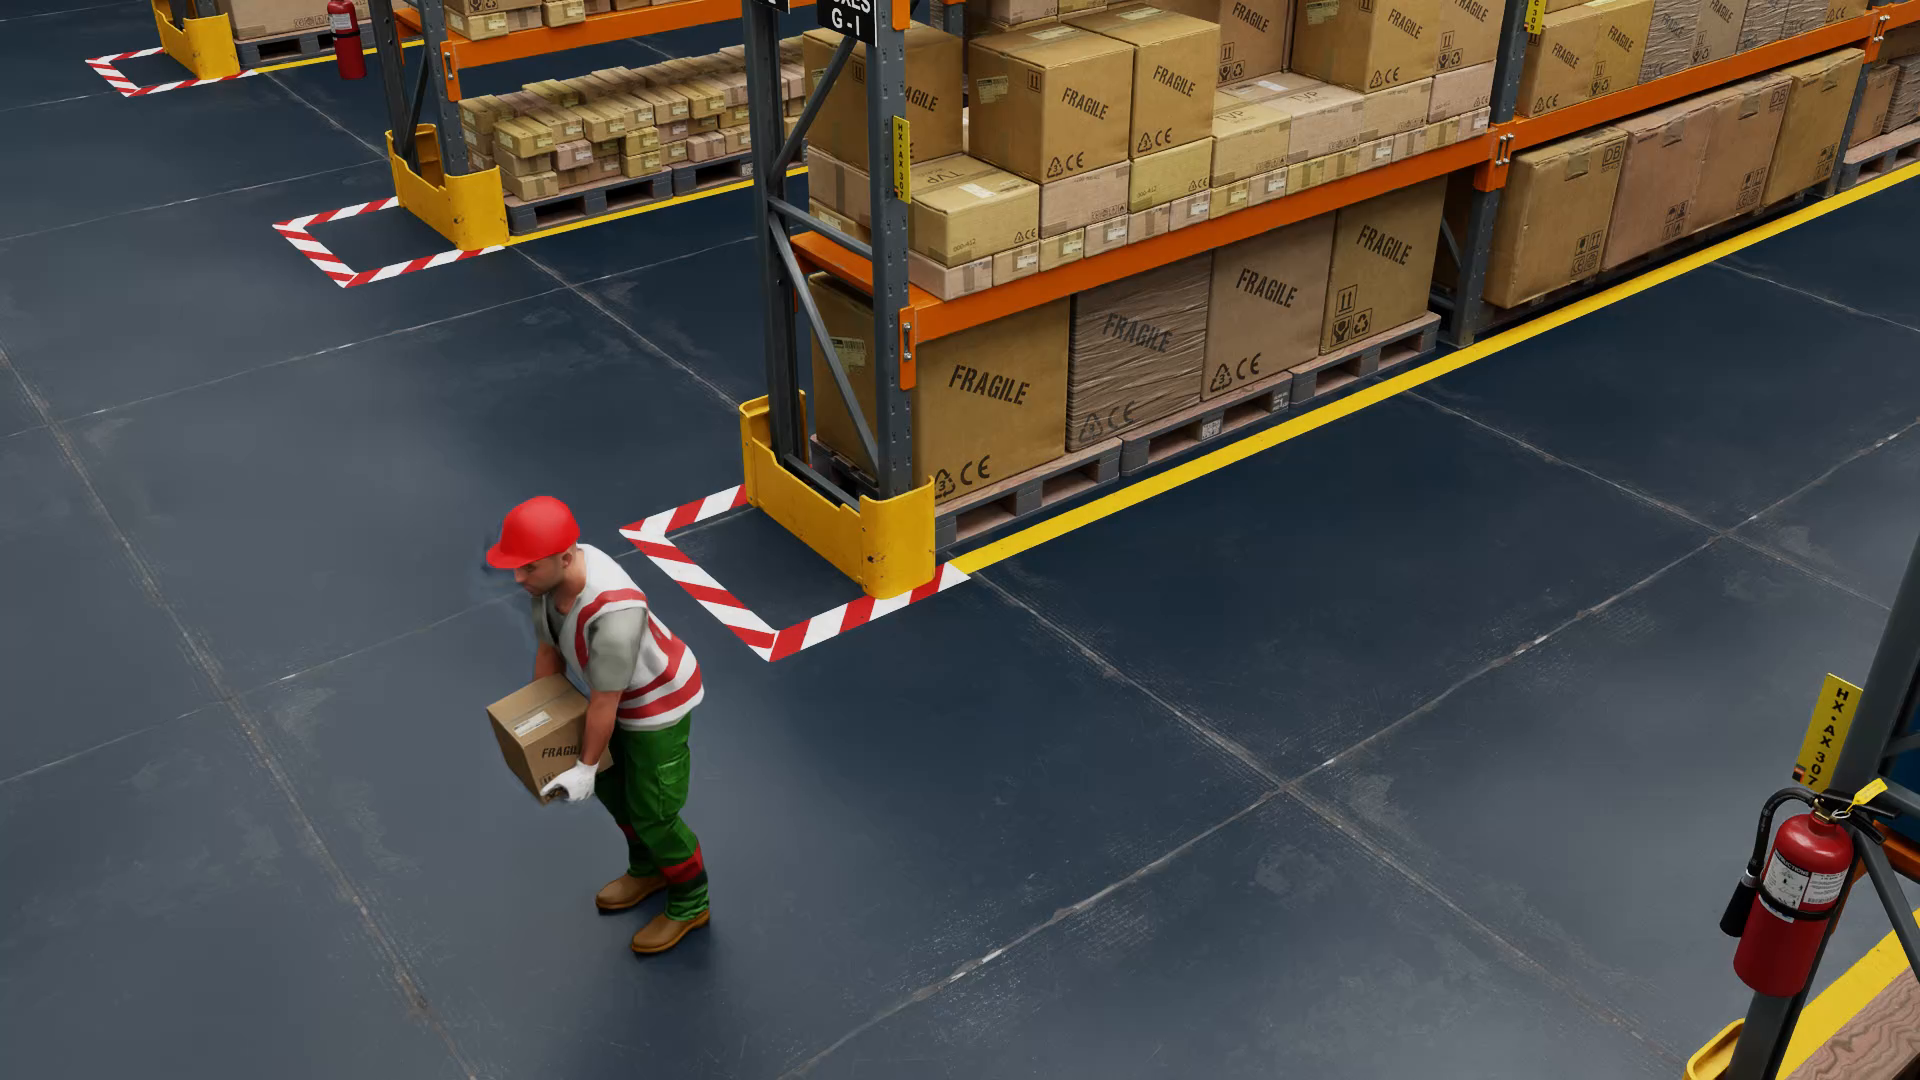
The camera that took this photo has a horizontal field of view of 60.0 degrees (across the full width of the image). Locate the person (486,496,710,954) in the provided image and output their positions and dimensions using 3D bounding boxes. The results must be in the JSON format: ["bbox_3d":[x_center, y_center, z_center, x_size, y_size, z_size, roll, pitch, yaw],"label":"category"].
[{"bbox_3d":[-1.108,0.580,5.240,0.603,1.725,0.483,-23,39,-32],"label":"person"}]
